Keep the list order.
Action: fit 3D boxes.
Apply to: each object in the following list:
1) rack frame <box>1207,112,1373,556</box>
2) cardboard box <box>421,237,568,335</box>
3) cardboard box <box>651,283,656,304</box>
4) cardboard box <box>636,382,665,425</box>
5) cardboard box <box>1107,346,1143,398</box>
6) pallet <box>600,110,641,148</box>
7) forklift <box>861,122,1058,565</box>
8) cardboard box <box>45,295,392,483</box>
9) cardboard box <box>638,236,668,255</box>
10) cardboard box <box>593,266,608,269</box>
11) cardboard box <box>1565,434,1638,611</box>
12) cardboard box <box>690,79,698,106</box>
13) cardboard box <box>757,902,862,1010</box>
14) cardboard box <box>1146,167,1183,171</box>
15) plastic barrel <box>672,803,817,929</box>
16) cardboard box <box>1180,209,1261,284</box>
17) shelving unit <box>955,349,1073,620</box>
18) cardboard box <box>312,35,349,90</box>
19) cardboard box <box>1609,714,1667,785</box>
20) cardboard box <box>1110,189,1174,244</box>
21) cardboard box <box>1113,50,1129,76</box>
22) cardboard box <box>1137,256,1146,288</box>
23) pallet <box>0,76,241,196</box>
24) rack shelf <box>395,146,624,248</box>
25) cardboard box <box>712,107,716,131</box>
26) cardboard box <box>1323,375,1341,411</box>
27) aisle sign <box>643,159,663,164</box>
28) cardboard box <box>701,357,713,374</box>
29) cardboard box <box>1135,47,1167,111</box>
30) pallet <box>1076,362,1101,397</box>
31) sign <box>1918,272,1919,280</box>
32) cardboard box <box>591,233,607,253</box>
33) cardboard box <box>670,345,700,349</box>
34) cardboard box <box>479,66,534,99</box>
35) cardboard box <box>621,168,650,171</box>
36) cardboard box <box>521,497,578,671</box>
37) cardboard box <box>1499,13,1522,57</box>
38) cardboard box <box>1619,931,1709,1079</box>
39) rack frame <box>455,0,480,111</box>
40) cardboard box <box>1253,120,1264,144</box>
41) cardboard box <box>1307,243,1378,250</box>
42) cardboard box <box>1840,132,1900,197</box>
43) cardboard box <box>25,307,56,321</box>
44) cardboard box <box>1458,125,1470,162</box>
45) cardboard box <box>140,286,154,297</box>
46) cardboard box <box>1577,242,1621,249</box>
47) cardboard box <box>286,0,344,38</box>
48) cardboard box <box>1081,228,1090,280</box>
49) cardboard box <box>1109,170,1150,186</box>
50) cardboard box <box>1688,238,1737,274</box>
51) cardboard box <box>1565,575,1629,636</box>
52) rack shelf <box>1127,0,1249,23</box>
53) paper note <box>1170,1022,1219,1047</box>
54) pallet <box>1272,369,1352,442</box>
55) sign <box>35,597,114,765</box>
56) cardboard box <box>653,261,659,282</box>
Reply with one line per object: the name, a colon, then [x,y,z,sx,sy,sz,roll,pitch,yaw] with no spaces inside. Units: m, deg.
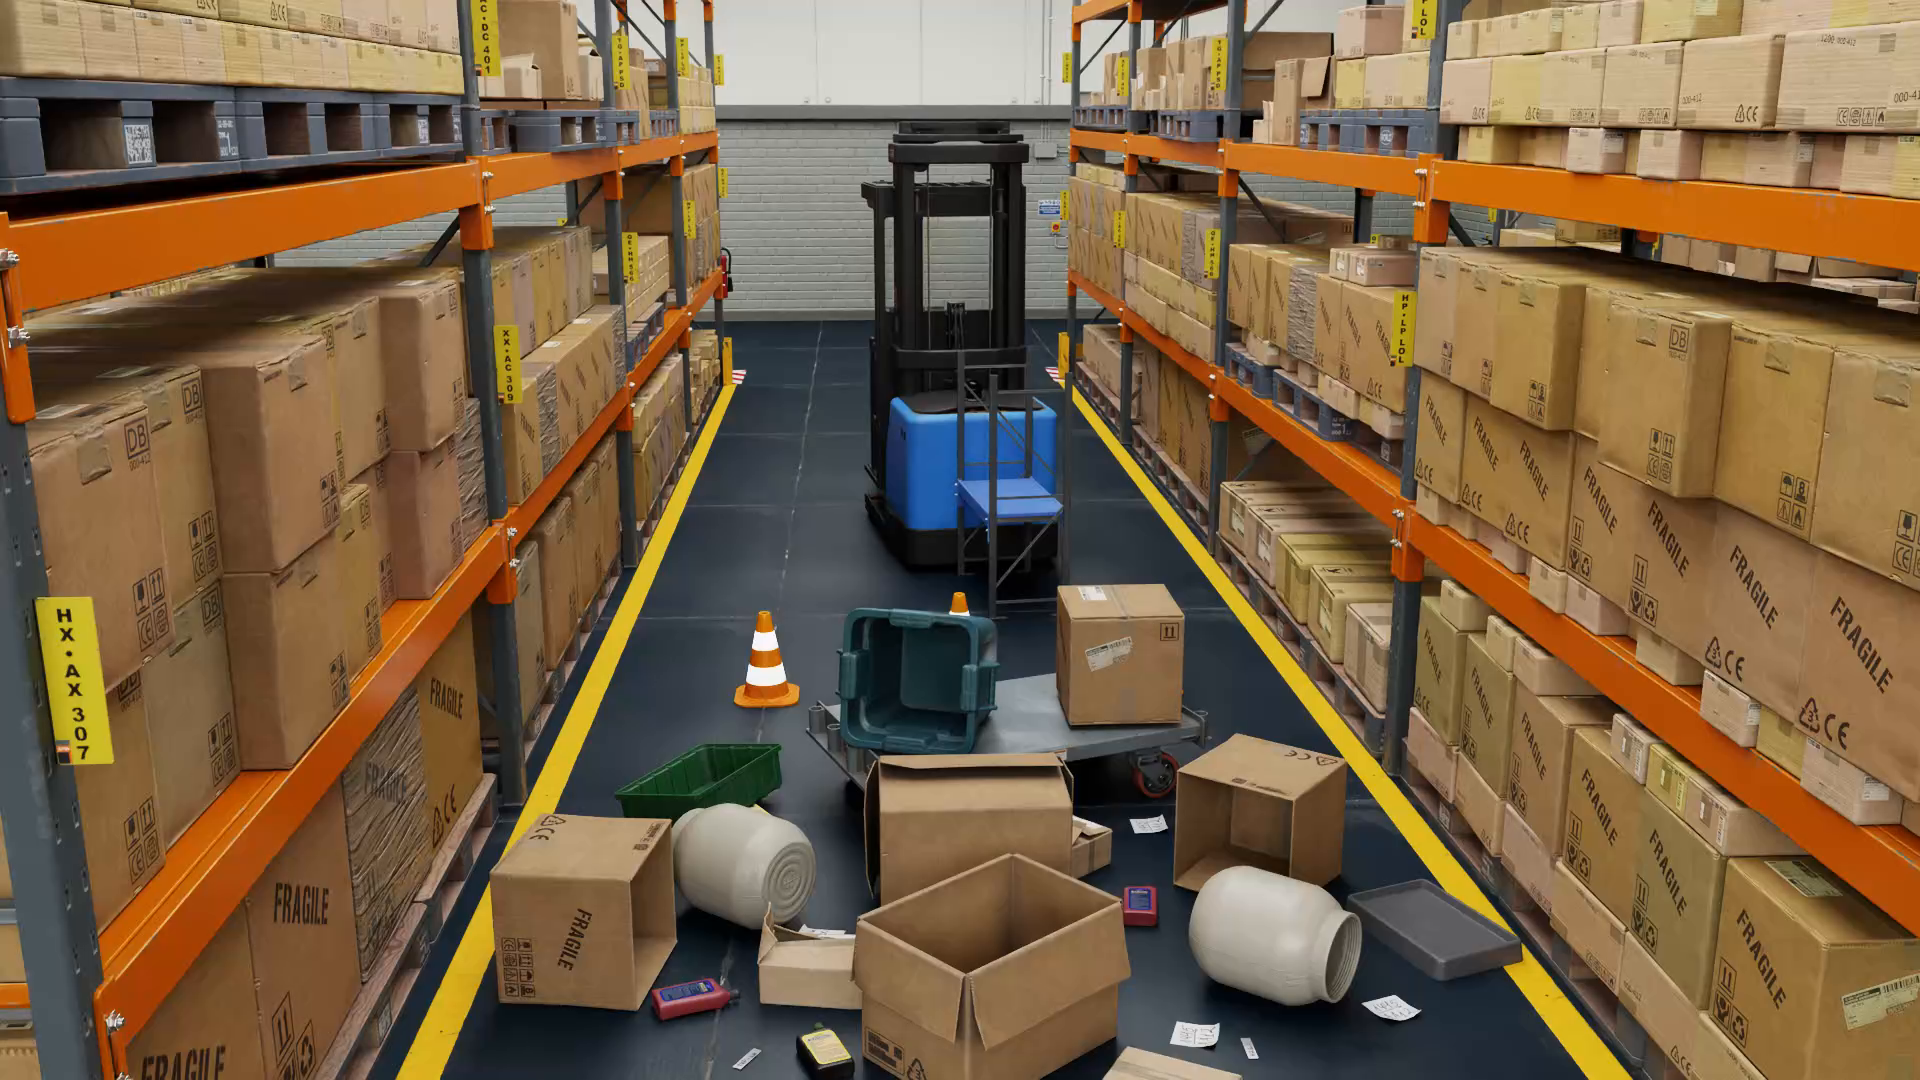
rack frame: [2.242,-1.363,11.305,1.000,3.000,0.127,-1,14,-3]
cardboard box: [-2.608,-1.429,9.355,0.700,0.500,0.500,-1,14,-4]
cardboard box: [-2.650,-1.985,13.381,0.380,0.149,0.250,-2,15,-6]
cardboard box: [-2.543,-1.042,12.727,0.500,0.250,0.500,-1,14,-3]
cardboard box: [2.006,-1.701,16.917,0.875,0.438,0.875,-1,14,-5]
pallet: [-2.600,-2.464,9.941,1.213,0.211,1.003,0,14,-1]
forklift: [-0.119,-1.574,12.260,1.130,2.935,3.031,-3,15,-11]
cardboard box: [-2.410,-0.499,5.478,0.875,0.550,0.550,-1,14,-3]
cardboard box: [-2.721,-2.530,14.306,0.380,0.149,0.250,0,14,-1]
cardboard box: [-2.547,-1.816,11.534,0.380,0.149,0.250,-1,14,-5]
cardboard box: [2.362,-0.072,5.490,0.500,0.500,0.500,-1,14,-3]
cardboard box: [-2.774,-4.251,15.808,0.500,0.250,0.500,-1,14,-2]
cardboard box: [-0.500,1.456,5.834,0.396,0.266,0.258,2,15,6]
cardboard box: [2.099,-3.732,17.001,0.380,0.149,0.250,0,14,-2]
plastic barrel: [-0.844,1.239,6.361,0.512,0.421,0.421,10,18,35]
cardboard box: [1.908,-2.148,12.148,0.500,0.500,0.500,-1,14,-2]
shelving unit: [0.326,-0.379,10.488,0.538,1.500,1.048,-3,15,-11]
cardboard box: [-2.008,-1.385,4.829,0.380,0.149,0.250,-1,14,-4]
cardboard box: [2.310,0.664,5.296,0.380,0.149,0.250,0,14,-1]
cardboard box: [1.689,-3.004,15.474,0.500,0.500,0.500,-1,14,-4]
cardboard box: [1.878,-4.448,16.022,0.797,0.503,0.637,0,14,1]
cardboard box: [1.800,-2.285,14.184,0.500,0.250,0.500,-1,14,-3]
pallet: [-2.253,-0.866,3.532,1.003,0.211,1.213,-1,14,-3]
rack shelf: [-2.569,-1.869,8.693,1.077,0.370,4.000,-1,14,-3]
cardboard box: [-2.896,-4.522,17.865,0.500,0.250,0.500,-1,14,-5]
cardboard box: [2.112,-0.767,8.648,0.380,0.149,0.250,-1,14,-3]
aisle sign: [-3.492,-4.524,18.372,0.394,0.787,0.004,-1,14,-3]
cardboard box: [-2.792,-1.834,17.414,0.380,0.149,0.250,-1,14,-3]
cardboard box: [1.759,-3.839,13.864,0.500,0.500,0.500,-1,14,-4]
pallet: [1.874,-1.805,18.617,1.003,0.211,1.213,-1,14,-3]
sign: [6.654,-1.953,11.431,0.100,0.325,0.005,-1,14,-3]
cardboard box: [-3.252,-2.565,15.178,0.500,0.500,0.500,-1,14,-3]
cardboard box: [-2.871,-1.910,17.115,0.380,0.149,0.250,-1,14,-5]
cardboard box: [-2.272,-2.202,8.007,0.380,0.149,0.250,-1,14,-3]
cardboard box: [-3.343,-3.431,16.536,0.500,0.500,0.500,-1,14,-5]
cardboard box: [-2.629,0.226,8.800,1.050,0.750,0.750,-1,14,-3]
cardboard box: [2.236,-1.872,6.168,0.380,0.149,0.250,-1,14,-5]
cardboard box: [2.394,1.429,5.129,0.500,0.250,0.500,-1,14,-3]
rack frame: [-2.445,-3.172,6.297,1.000,3.000,0.127,-1,14,-3]
cardboard box: [2.091,-2.613,10.648,0.380,0.149,0.250,-1,14,-3]
cardboard box: [2.547,-1.650,10.781,0.500,0.500,0.500,-1,14,-5]
cardboard box: [2.405,-0.917,4.056,0.380,0.149,0.250,0,14,-2]
cardboard box: [-7.533,-1.888,13.146,0.500,0.500,0.500,-1,14,-4]
cardboard box: [2.262,-1.617,6.777,0.380,0.149,0.250,-1,14,-4]
cardboard box: [-7.600,-2.228,15.168,0.380,0.149,0.250,-1,14,-5]
cardboard box: [6.609,-2.879,16.899,0.500,0.250,0.500,-1,14,-4]
cardboard box: [-2.066,-1.549,4.666,0.500,0.250,0.500,-1,14,-4]
cardboard box: [1.562,-3.025,17.565,0.500,0.500,0.500,-1,14,-4]
cardboard box: [1.658,-3.530,16.219,0.380,0.149,0.250,-1,14,-4]
cardboard box: [6.786,-2.435,14.427,0.700,0.500,0.500,-1,14,-3]
cardboard box: [2.302,0.217,5.668,0.380,0.149,0.250,-1,14,-4]
rack shelf: [2.118,-4.224,12.631,1.077,0.370,4.000,-1,14,-3]
paper note: [0.789,1.652,5.568,0.148,0.019,0.142,4,15,16]
pallet: [2.405,-0.779,9.418,1.003,0.211,1.213,-1,14,-3]
sign: [-1.643,0.263,3.088,0.100,0.325,0.005,-1,14,-3]
cardboard box: [-2.667,-2.191,13.588,0.380,0.149,0.250,-1,14,-5]
